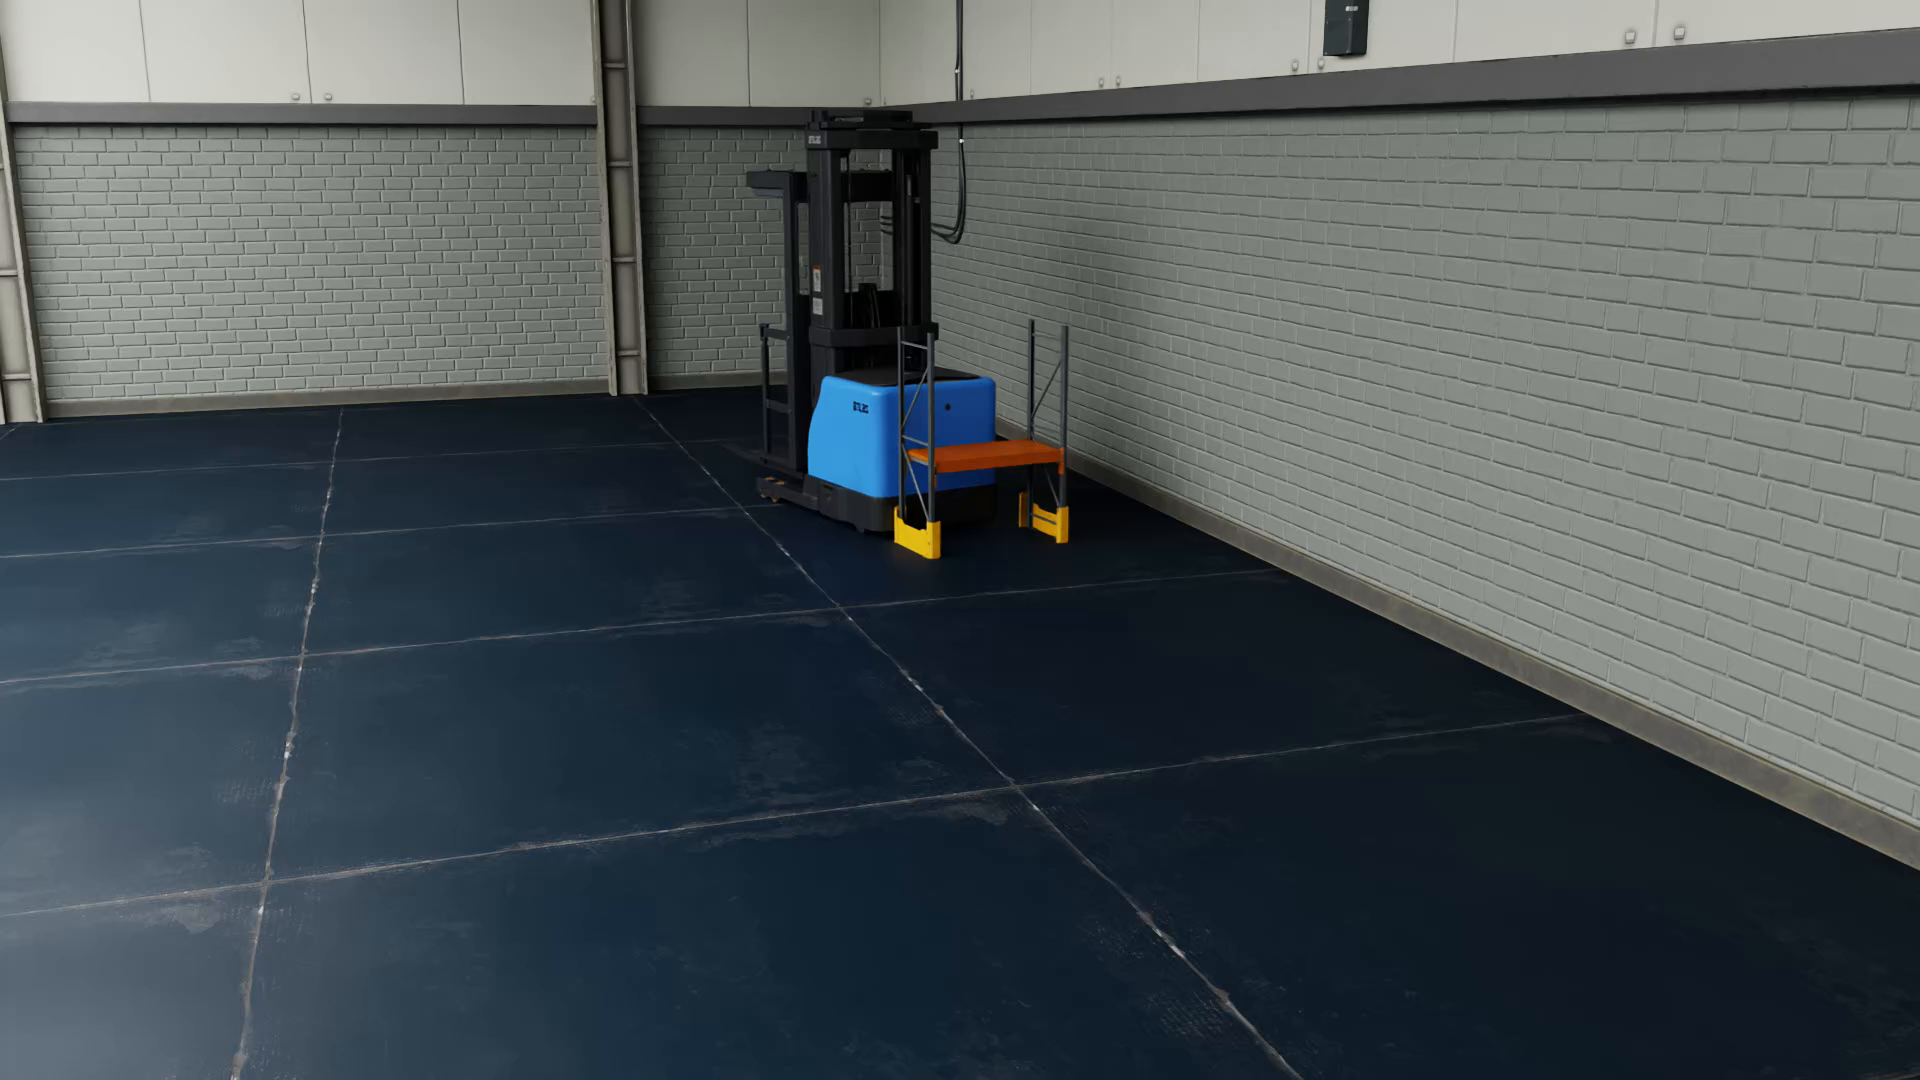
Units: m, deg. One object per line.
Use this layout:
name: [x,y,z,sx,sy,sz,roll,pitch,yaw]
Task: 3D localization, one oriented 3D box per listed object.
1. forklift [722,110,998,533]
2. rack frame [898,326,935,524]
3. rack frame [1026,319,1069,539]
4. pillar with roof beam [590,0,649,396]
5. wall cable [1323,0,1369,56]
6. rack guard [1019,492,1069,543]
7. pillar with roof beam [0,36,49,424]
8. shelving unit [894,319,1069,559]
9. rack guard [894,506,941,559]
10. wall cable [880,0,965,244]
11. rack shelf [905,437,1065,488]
forklift: [-0.935,-1.764,12.725,1.130,2.935,3.031,-8,16,-31]
rack frame: [-0.294,-0.664,11.192,0.032,1.500,0.500,-7,15,-27]
rack frame: [0.608,-0.772,11.647,0.032,1.500,0.500,-7,15,-27]
pillar with roof beam: [-2.320,-5.072,13.518,0.400,9.000,9.100,-4,14,-18]
wall cable: [2.534,-5.514,8.031,0.169,6.003,2.305,-4,14,-18]
rack guard: [0.591,-0.162,11.783,0.087,0.250,0.587,-7,15,-27]
pillar with roof beam: [-8.006,-4.629,11.657,0.400,9.000,9.100,-4,14,-18]
shelving unit: [0.149,-0.717,11.415,1.083,1.500,0.587,-7,15,-27]
rack guard: [-0.293,-0.056,11.337,0.087,0.250,0.587,-7,15,-27]
wall cable: [-0.479,-4.433,17.542,0.112,2.526,3.097,-4,14,-18]
rack shelf: [0.157,-0.543,11.461,1.000,0.185,0.538,-7,15,-27]
